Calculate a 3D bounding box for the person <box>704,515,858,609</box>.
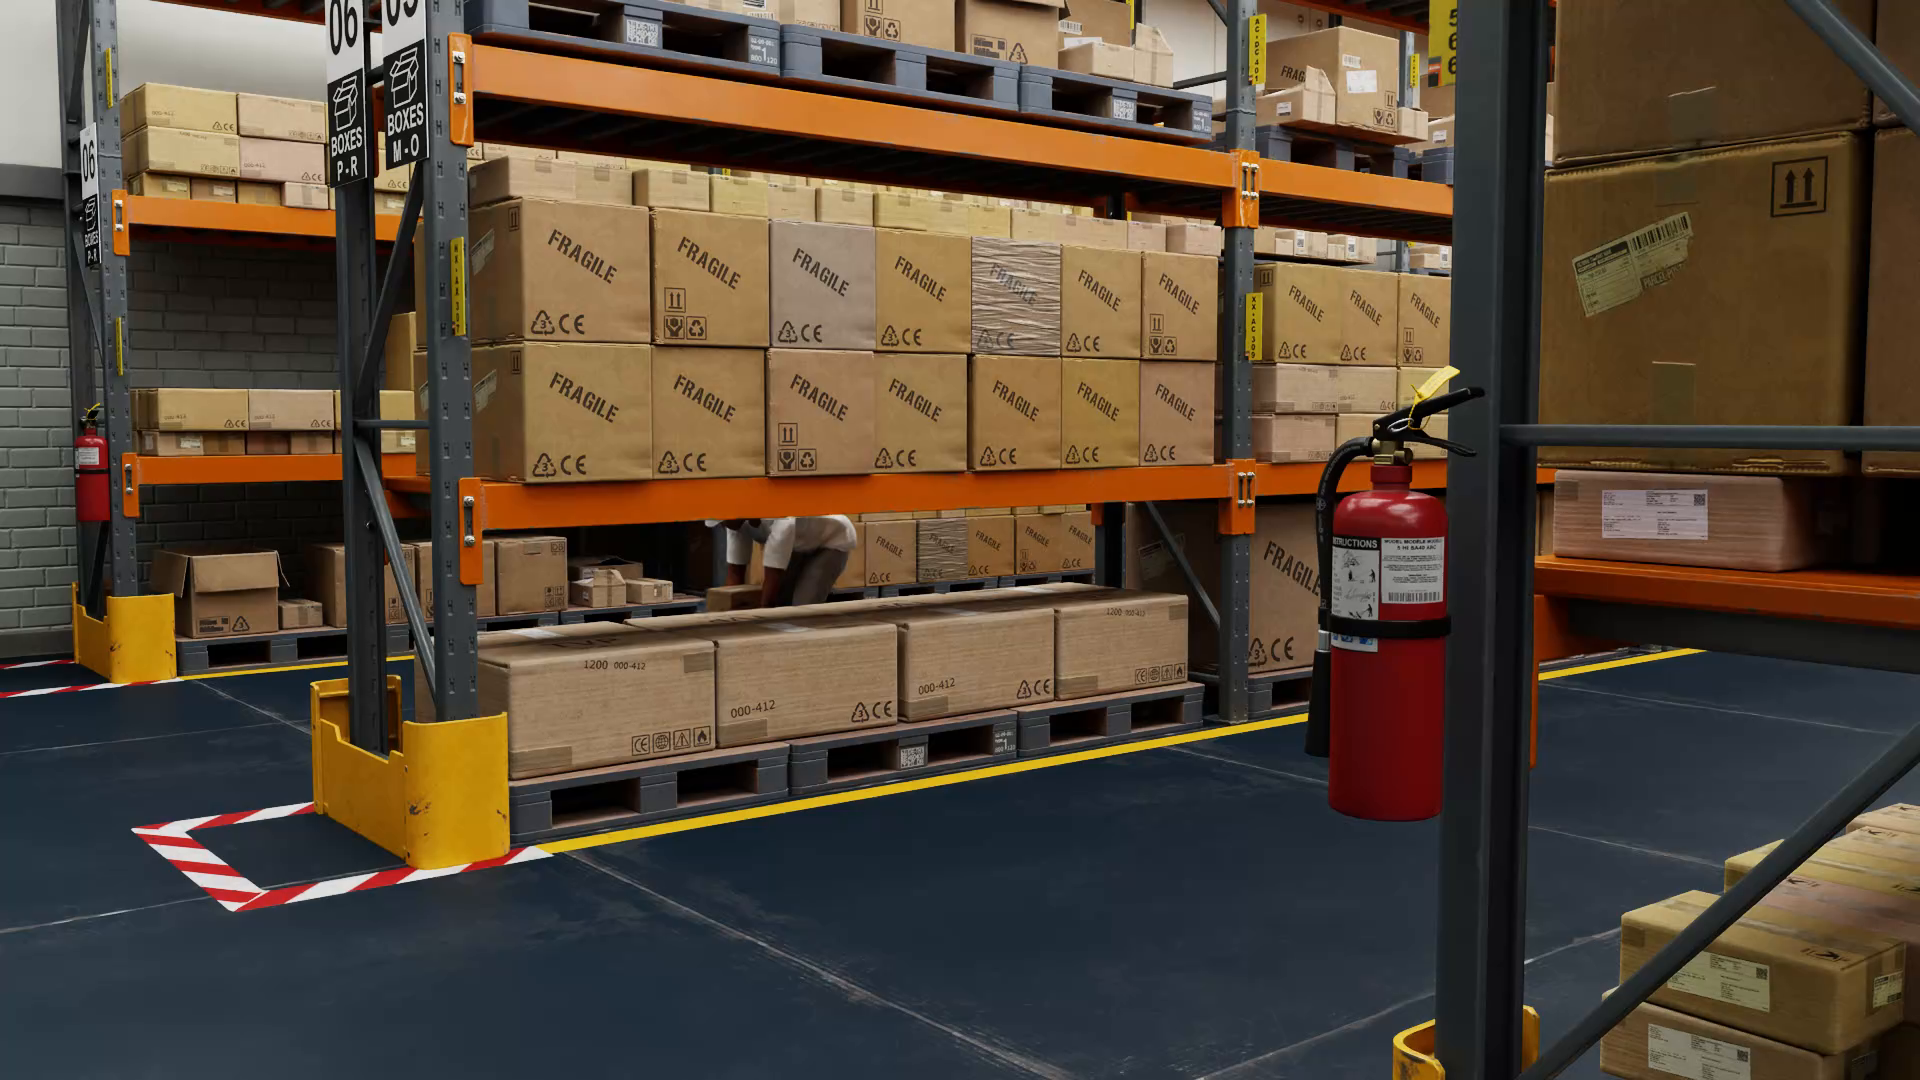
[{"bbox_3d":[-0.983,0.257,8.960,0.945,1.232,0.500,-4,6,-43],"label":"person"}]
